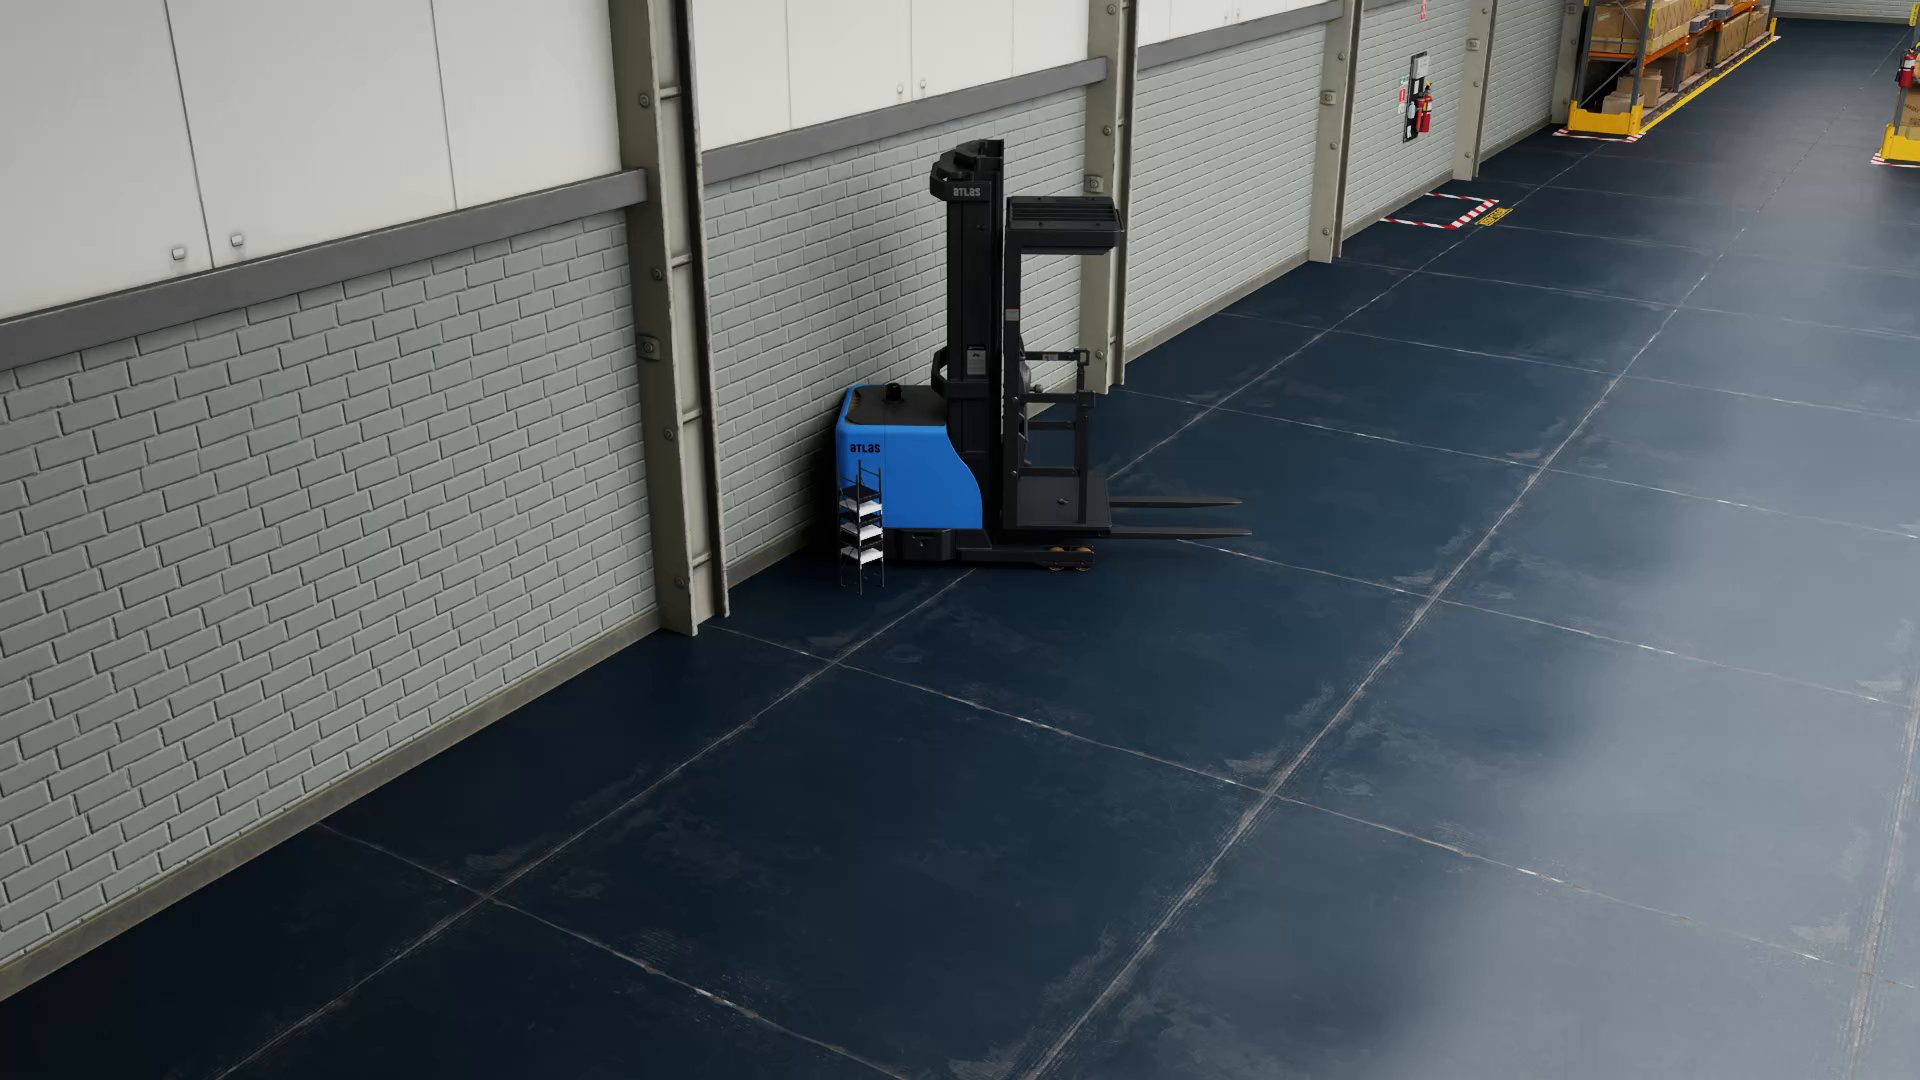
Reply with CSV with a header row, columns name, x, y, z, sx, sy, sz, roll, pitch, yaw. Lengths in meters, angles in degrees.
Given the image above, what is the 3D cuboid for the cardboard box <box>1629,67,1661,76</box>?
name,x,y,z,sx,sy,sz,roll,pitch,yaw
cardboard box,12.811,-8.560,31.177,0.500,0.500,0.500,12,26,25

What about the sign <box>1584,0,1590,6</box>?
name,x,y,z,sx,sy,sz,roll,pitch,yaw
sign,10.753,-9.314,28.469,0.100,0.325,0.005,14,27,29

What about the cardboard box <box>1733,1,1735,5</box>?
name,x,y,z,sx,sy,sz,roll,pitch,yaw
cardboard box,16.605,-11.691,36.106,0.380,0.149,0.250,14,27,29

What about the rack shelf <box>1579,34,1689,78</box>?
name,x,y,z,sx,sy,sz,roll,pitch,yaw
rack shelf,12.269,-8.859,30.180,1.077,0.370,4.000,14,27,29

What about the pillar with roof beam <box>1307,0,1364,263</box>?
name,x,y,z,sx,sy,sz,roll,pitch,yaw
pillar with roof beam,8.176,-6.732,16.810,9.100,9.000,0.400,14,27,29

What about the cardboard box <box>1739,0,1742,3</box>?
name,x,y,z,sx,sy,sz,roll,pitch,yaw
cardboard box,17.044,-11.947,36.697,0.380,0.149,0.250,14,27,29

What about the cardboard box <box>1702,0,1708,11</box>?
name,x,y,z,sx,sy,sz,roll,pitch,yaw
cardboard box,14.557,-10.876,33.254,0.700,0.500,0.500,14,27,29

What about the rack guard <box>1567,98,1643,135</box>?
name,x,y,z,sx,sy,sz,roll,pitch,yaw
rack guard,11.254,-7.393,29.033,1.175,0.500,0.348,14,27,29

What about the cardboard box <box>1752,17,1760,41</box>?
name,x,y,z,sx,sy,sz,roll,pitch,yaw
cardboard box,18.566,-12.182,39.569,0.700,0.500,0.500,15,27,30

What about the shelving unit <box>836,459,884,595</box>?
name,x,y,z,sx,sy,sz,roll,pitch,yaw
shelving unit,-0.702,-0.088,11.657,0.210,0.900,0.258,-20,30,-38

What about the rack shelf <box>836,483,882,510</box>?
name,x,y,z,sx,sy,sz,roll,pitch,yaw
rack shelf,-0.702,-0.306,11.563,0.200,0.077,0.258,-20,30,-38

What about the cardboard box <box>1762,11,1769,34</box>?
name,x,y,z,sx,sy,sz,roll,pitch,yaw
cardboard box,19.370,-12.703,40.771,0.700,0.500,0.500,14,27,29

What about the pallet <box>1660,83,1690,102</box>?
name,x,y,z,sx,sy,sz,roll,pitch,yaw
pallet,13.734,-8.848,32.758,1.003,0.211,1.213,14,27,29

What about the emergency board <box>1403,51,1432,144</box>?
name,x,y,z,sx,sy,sz,roll,pitch,yaw
emergency board,6.348,-6.081,22.856,0.194,1.169,0.643,14,27,29

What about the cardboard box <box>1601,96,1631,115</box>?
name,x,y,z,sx,sy,sz,roll,pitch,yaw
cardboard box,11.656,-7.697,29.420,0.500,0.311,0.500,11,26,23

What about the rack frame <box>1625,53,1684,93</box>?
name,x,y,z,sx,sy,sz,roll,pitch,yaw
rack frame,13.324,-9.864,31.596,1.000,3.000,0.127,14,27,29

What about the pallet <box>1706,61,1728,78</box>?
name,x,y,z,sx,sy,sz,roll,pitch,yaw
pallet,15.914,-10.185,35.847,1.003,0.211,1.213,14,27,29

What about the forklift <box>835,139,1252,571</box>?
name,x,y,z,sx,sy,sz,roll,pitch,yaw
forklift,0.630,-1.337,11.984,3.031,2.935,1.130,1,23,2

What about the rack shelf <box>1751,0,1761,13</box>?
name,x,y,z,sx,sy,sz,roll,pitch,yaw
rack shelf,18.599,-12.909,39.535,1.077,0.370,4.000,14,27,29

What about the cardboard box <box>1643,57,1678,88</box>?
name,x,y,z,sx,sy,sz,roll,pitch,yaw
cardboard box,13.699,-9.171,32.587,0.700,0.500,0.500,15,28,31

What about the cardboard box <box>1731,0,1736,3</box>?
name,x,y,z,sx,sy,sz,roll,pitch,yaw
cardboard box,16.192,-11.691,35.290,0.500,0.500,0.500,15,28,31

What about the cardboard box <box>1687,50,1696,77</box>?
name,x,y,z,sx,sy,sz,roll,pitch,yaw
cardboard box,14.490,-9.692,33.791,0.700,0.500,0.500,14,27,29

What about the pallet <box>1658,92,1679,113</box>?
name,x,y,z,sx,sy,sz,roll,pitch,yaw
pallet,13.000,-8.350,31.609,1.003,0.211,1.213,14,27,29

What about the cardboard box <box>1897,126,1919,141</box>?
name,x,y,z,sx,sy,sz,roll,pitch,yaw
cardboard box,15.457,-6.651,27.106,0.500,0.250,0.500,14,27,29

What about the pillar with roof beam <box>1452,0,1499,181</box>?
name,x,y,z,sx,sy,sz,roll,pitch,yaw
pillar with roof beam,11.341,-8.758,21.488,9.100,9.000,0.400,14,27,29

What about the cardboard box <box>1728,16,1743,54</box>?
name,x,y,z,sx,sy,sz,roll,pitch,yaw
cardboard box,16.846,-11.223,36.913,0.750,0.750,0.750,15,27,31

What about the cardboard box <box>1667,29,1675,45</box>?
name,x,y,z,sx,sy,sz,roll,pitch,yaw
cardboard box,12.546,-9.072,29.929,0.500,0.250,0.500,14,27,29

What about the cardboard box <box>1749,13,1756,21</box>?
name,x,y,z,sx,sy,sz,roll,pitch,yaw
cardboard box,18.362,-12.216,38.829,0.380,0.149,0.250,15,28,31

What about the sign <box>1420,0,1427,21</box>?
name,x,y,z,sx,sy,sz,roll,pitch,yaw
sign,6.259,-7.162,22.437,0.001,0.298,0.199,14,27,29

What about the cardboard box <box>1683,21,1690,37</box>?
name,x,y,z,sx,sy,sz,roll,pitch,yaw
cardboard box,13.332,-9.581,31.106,0.500,0.250,0.500,14,27,29

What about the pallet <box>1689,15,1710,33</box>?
name,x,y,z,sx,sy,sz,roll,pitch,yaw
pallet,13.851,-10.004,32.159,1.003,0.211,1.213,14,27,29

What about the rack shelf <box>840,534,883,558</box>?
name,x,y,z,sx,sy,sz,roll,pitch,yaw
rack shelf,-0.702,0.025,11.706,0.200,0.077,0.258,-20,30,-38

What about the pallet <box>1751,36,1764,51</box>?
name,x,y,z,sx,sy,sz,roll,pitch,yaw
pallet,18.655,-11.938,39.897,1.003,0.211,1.213,14,27,29

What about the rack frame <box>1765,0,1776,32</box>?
name,x,y,z,sx,sy,sz,roll,pitch,yaw
rack frame,19.654,-13.914,40.952,1.000,3.000,0.127,14,27,29

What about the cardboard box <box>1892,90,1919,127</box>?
name,x,y,z,sx,sy,sz,roll,pitch,yaw
cardboard box,15.455,-6.996,26.958,0.500,0.500,0.500,14,27,29

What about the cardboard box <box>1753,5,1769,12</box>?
name,x,y,z,sx,sy,sz,roll,pitch,yaw
cardboard box,19.457,-12.919,40.453,0.380,0.149,0.250,14,27,28

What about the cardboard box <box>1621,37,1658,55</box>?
name,x,y,z,sx,sy,sz,roll,pitch,yaw
cardboard box,11.742,-8.553,28.730,0.500,0.250,0.500,13,27,27

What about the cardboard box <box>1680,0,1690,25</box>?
name,x,y,z,sx,sy,sz,roll,pitch,yaw
cardboard box,13.079,-9.755,30.563,0.500,0.500,0.500,14,27,29

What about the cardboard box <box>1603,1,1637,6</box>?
name,x,y,z,sx,sy,sz,roll,pitch,yaw
cardboard box,11.556,-9.170,29.212,0.500,0.500,0.500,14,27,30

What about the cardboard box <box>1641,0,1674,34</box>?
name,x,y,z,sx,sy,sz,roll,pitch,yaw
cardboard box,12.269,-9.235,29.361,0.500,0.500,0.500,13,27,27
